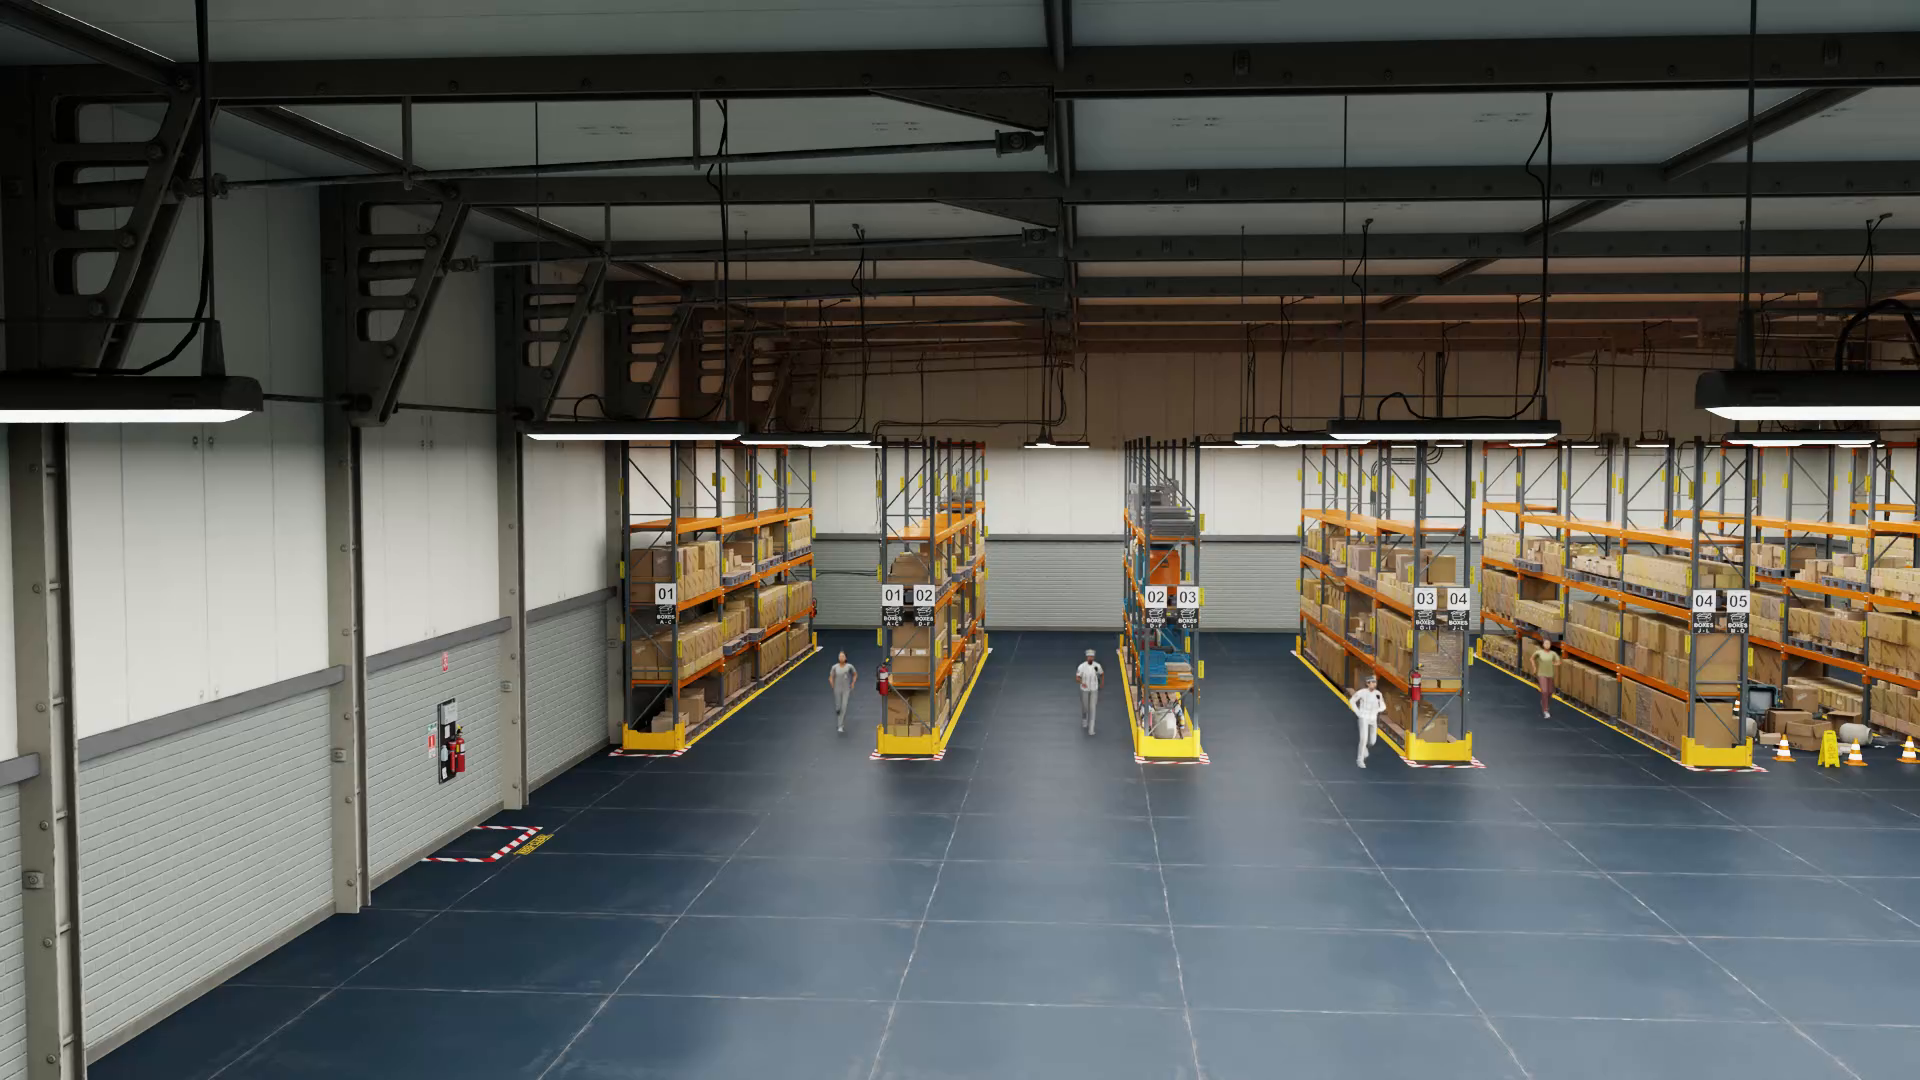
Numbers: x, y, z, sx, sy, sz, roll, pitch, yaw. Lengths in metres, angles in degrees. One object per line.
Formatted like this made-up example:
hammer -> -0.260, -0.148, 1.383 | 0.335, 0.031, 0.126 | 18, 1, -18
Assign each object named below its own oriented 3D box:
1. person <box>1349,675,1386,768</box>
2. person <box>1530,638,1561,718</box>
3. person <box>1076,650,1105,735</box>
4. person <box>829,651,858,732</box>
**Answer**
person -> 7.480, 3.294, 30.446 | 0.645, 1.665, 0.805 | 0, 3, -8
person -> 12.634, 2.944, 35.833 | 0.573, 1.659, 0.964 | 0, 3, 4
person -> 2.658, 3.072, 33.923 | 0.600, 1.705, 0.776 | 0, 3, 2
person -> -2.396, 3.090, 34.103 | 0.581, 1.631, 0.806 | 0, 3, 2
